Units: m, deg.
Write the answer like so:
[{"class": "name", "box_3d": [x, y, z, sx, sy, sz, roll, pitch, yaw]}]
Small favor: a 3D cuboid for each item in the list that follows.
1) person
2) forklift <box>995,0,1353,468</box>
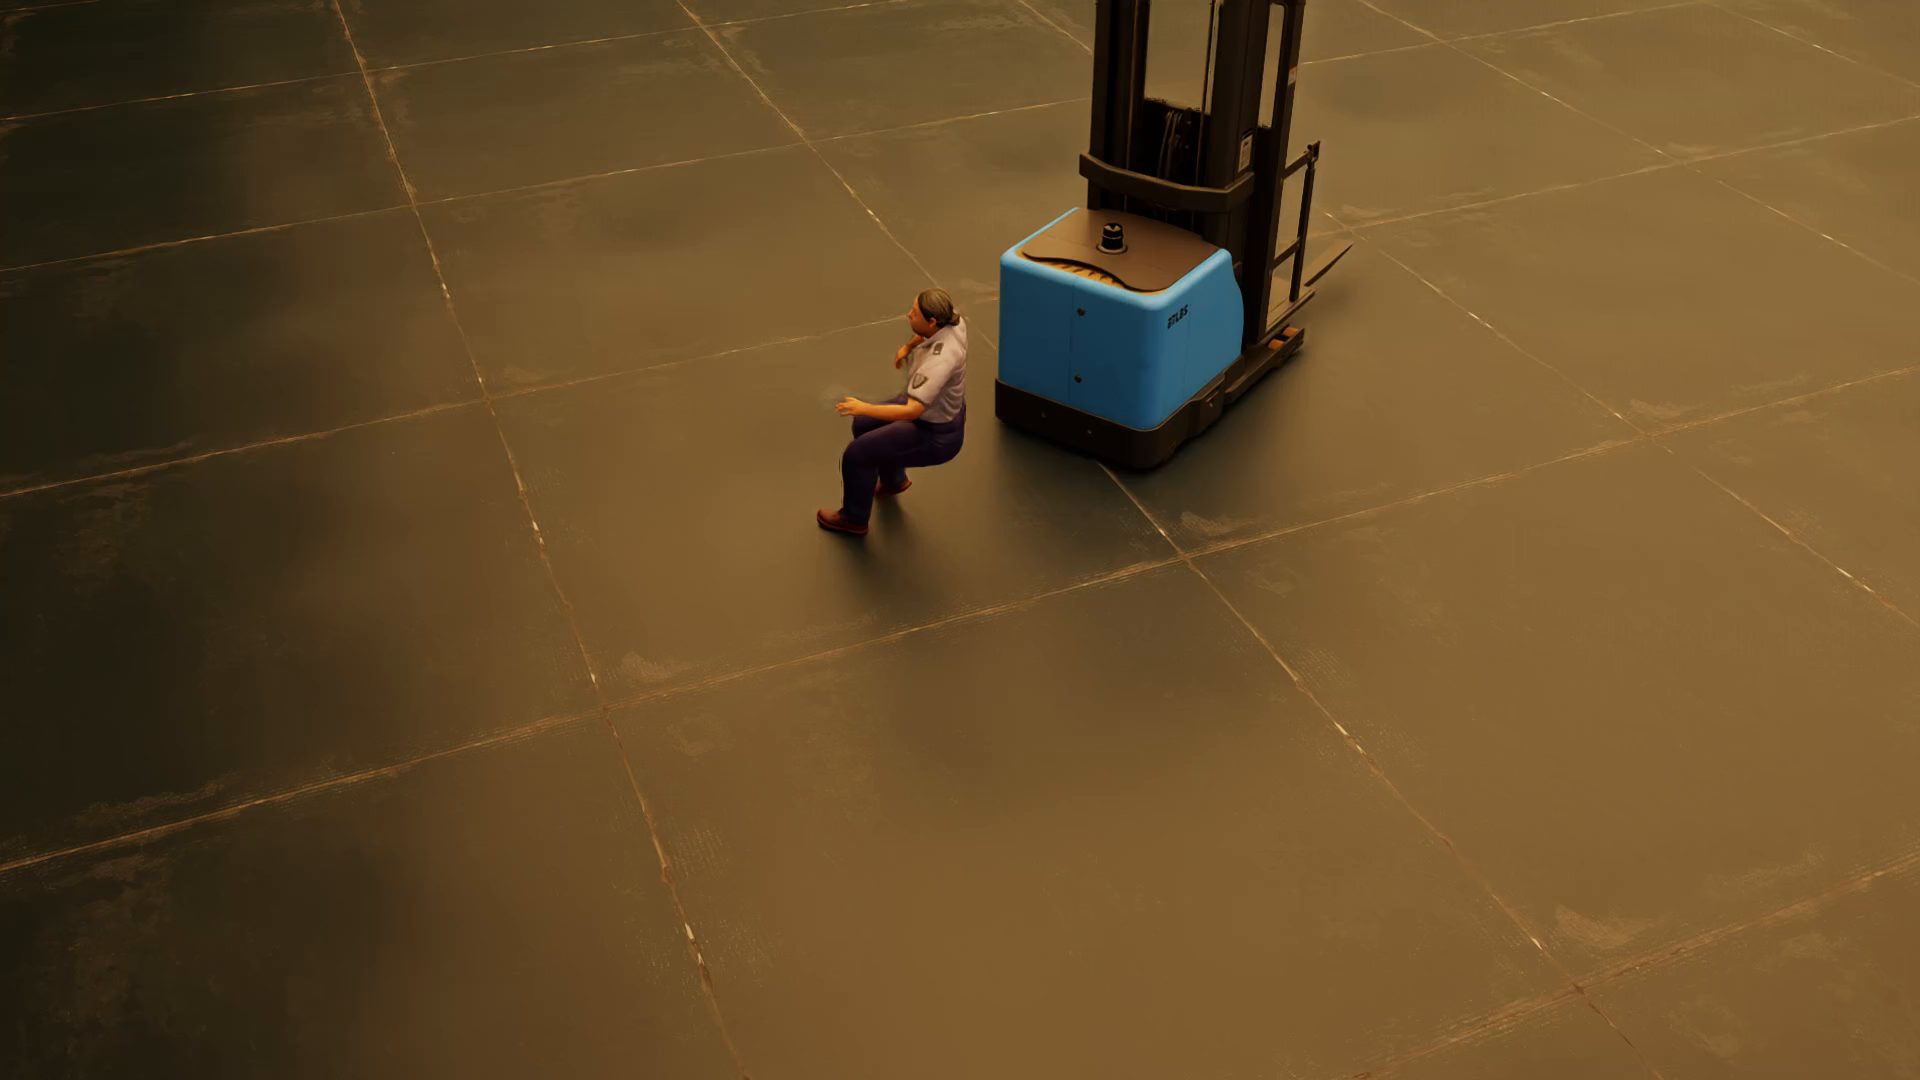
[{"class": "person", "box_3d": [-0.361, -0.637, 8.313, 0.791, 1.420, 0.826, 0, 35, 0]}, {"class": "forklift", "box_3d": [1.461, -2.391, 9.462, 1.130, 2.935, 3.031, 22, 41, 28]}]
